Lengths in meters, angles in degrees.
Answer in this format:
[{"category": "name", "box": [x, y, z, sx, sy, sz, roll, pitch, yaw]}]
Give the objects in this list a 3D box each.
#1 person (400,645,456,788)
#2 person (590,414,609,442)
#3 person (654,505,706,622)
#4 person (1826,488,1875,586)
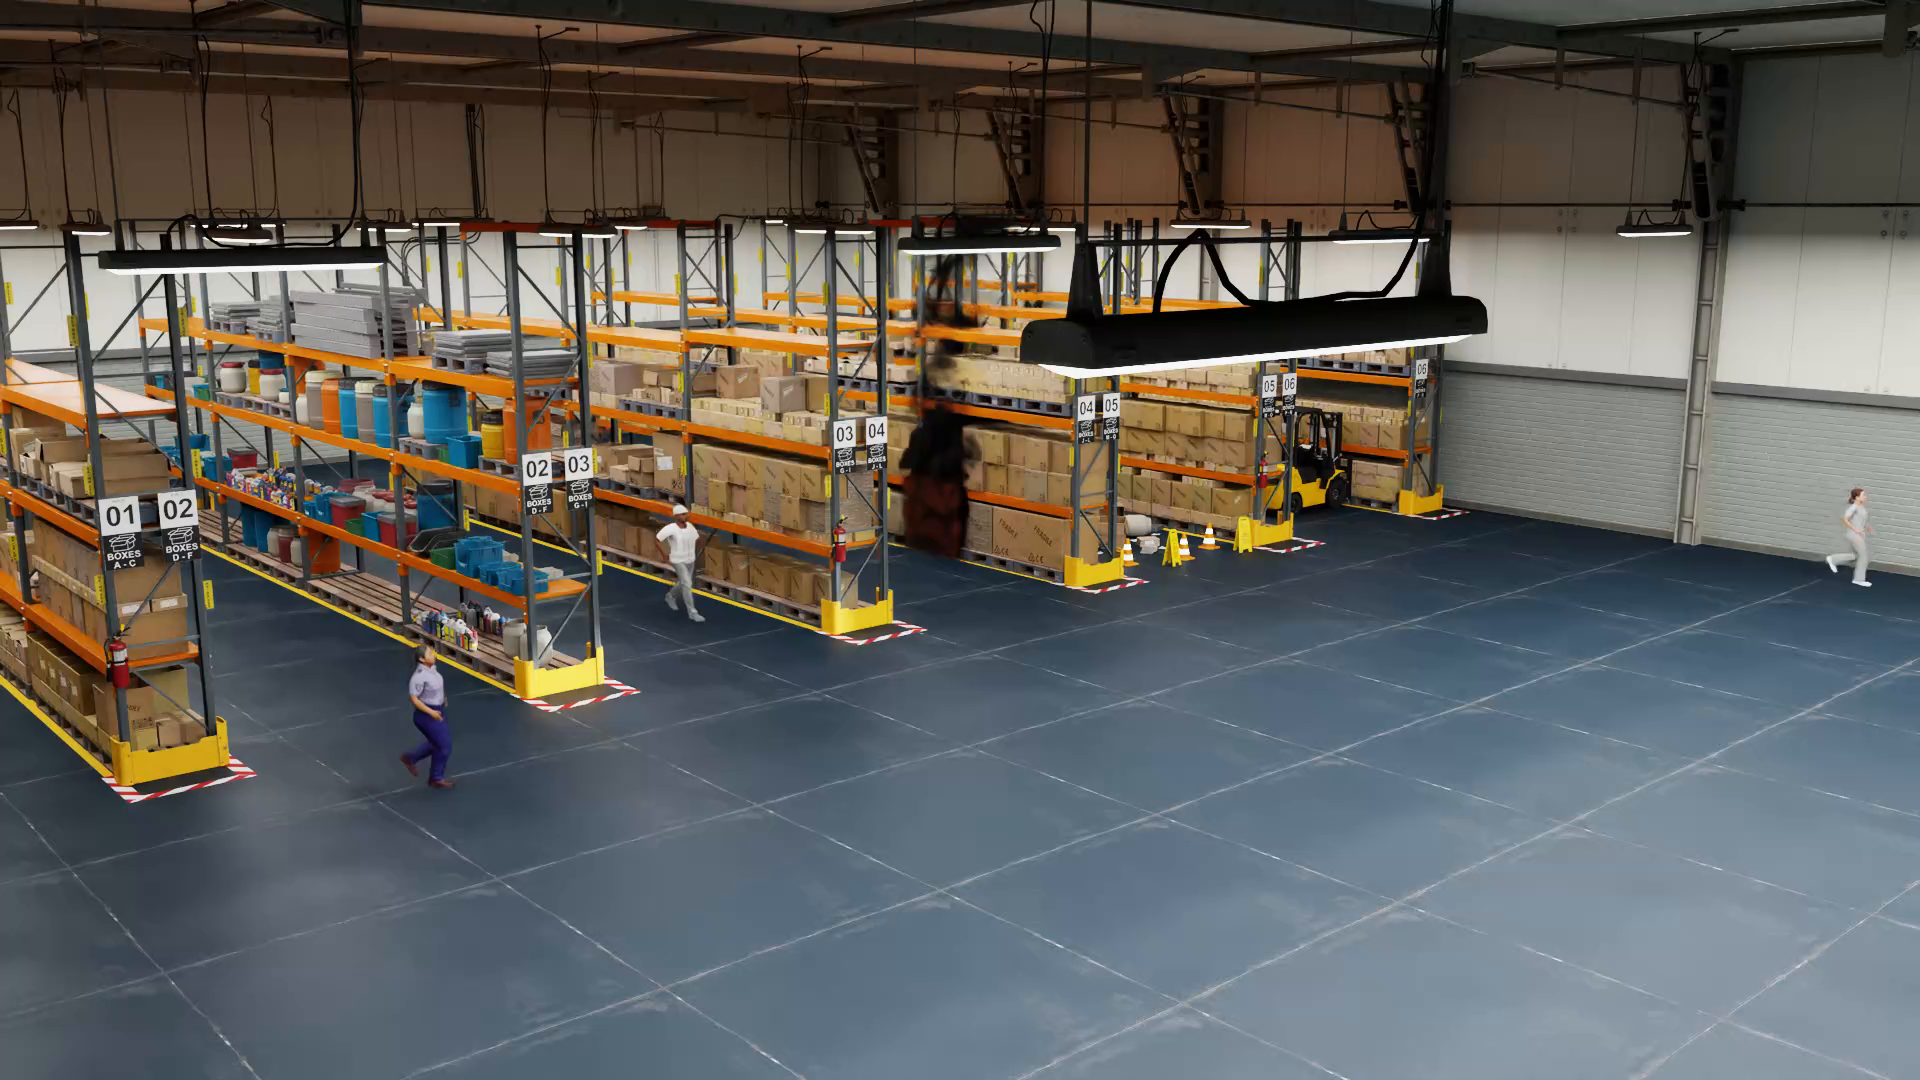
[{"category": "person", "box": [-5.889, 1.942, 18.272, 0.585, 1.615, 0.602, -2, 12, -9]}, {"category": "person", "box": [-8.927, -2.733, 41.096, 0.699, 1.678, 0.584, 7, 14, 32]}, {"category": "person", "box": [-4.273, 0.329, 25.641, 0.989, 1.752, 0.700, 8, 14, 36]}, {"category": "person", "box": [15.073, -0.059, 28.098, 0.747, 1.640, 0.565, 10, 15, 40]}]
